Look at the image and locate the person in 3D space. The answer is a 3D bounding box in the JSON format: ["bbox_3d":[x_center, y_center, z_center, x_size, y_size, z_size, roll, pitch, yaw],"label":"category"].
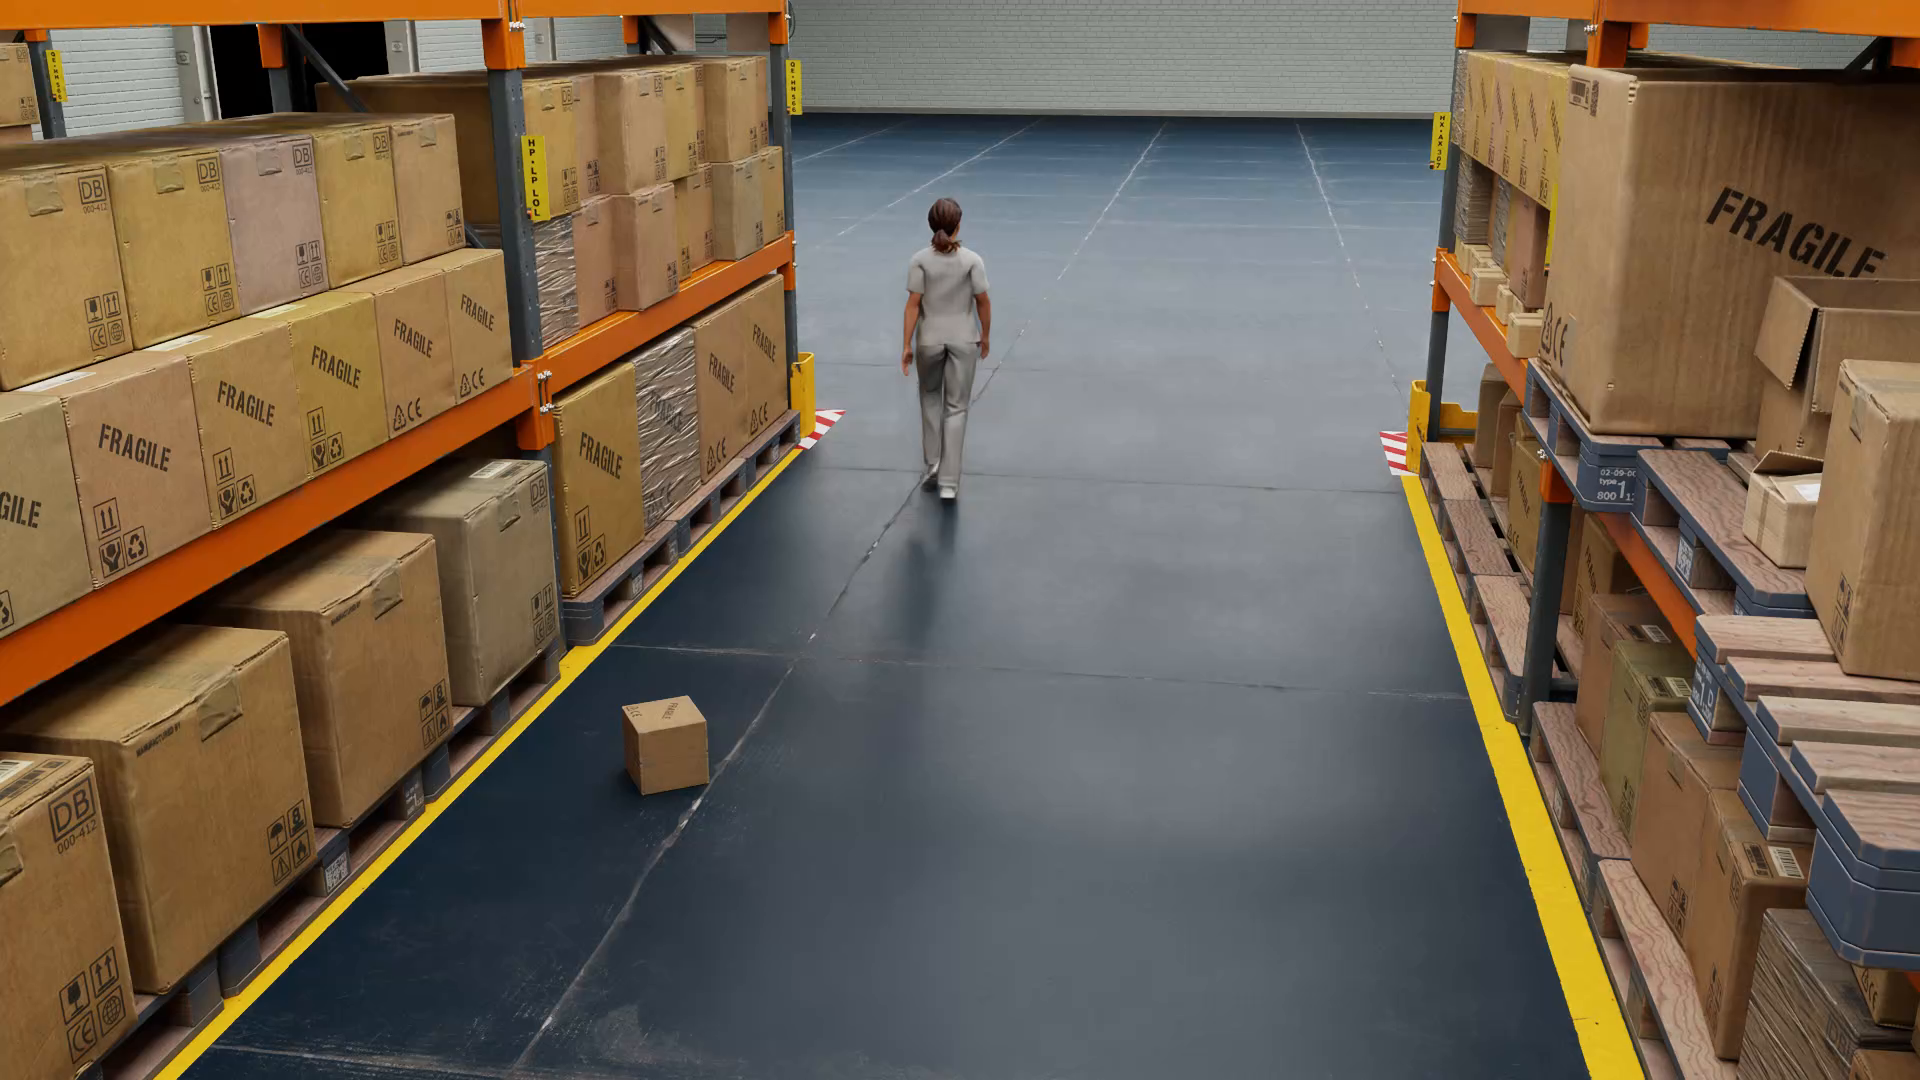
[{"bbox_3d":[-0.070,-1.067,9.389,0.487,1.719,0.666,2,18,5],"label":"person"}]
